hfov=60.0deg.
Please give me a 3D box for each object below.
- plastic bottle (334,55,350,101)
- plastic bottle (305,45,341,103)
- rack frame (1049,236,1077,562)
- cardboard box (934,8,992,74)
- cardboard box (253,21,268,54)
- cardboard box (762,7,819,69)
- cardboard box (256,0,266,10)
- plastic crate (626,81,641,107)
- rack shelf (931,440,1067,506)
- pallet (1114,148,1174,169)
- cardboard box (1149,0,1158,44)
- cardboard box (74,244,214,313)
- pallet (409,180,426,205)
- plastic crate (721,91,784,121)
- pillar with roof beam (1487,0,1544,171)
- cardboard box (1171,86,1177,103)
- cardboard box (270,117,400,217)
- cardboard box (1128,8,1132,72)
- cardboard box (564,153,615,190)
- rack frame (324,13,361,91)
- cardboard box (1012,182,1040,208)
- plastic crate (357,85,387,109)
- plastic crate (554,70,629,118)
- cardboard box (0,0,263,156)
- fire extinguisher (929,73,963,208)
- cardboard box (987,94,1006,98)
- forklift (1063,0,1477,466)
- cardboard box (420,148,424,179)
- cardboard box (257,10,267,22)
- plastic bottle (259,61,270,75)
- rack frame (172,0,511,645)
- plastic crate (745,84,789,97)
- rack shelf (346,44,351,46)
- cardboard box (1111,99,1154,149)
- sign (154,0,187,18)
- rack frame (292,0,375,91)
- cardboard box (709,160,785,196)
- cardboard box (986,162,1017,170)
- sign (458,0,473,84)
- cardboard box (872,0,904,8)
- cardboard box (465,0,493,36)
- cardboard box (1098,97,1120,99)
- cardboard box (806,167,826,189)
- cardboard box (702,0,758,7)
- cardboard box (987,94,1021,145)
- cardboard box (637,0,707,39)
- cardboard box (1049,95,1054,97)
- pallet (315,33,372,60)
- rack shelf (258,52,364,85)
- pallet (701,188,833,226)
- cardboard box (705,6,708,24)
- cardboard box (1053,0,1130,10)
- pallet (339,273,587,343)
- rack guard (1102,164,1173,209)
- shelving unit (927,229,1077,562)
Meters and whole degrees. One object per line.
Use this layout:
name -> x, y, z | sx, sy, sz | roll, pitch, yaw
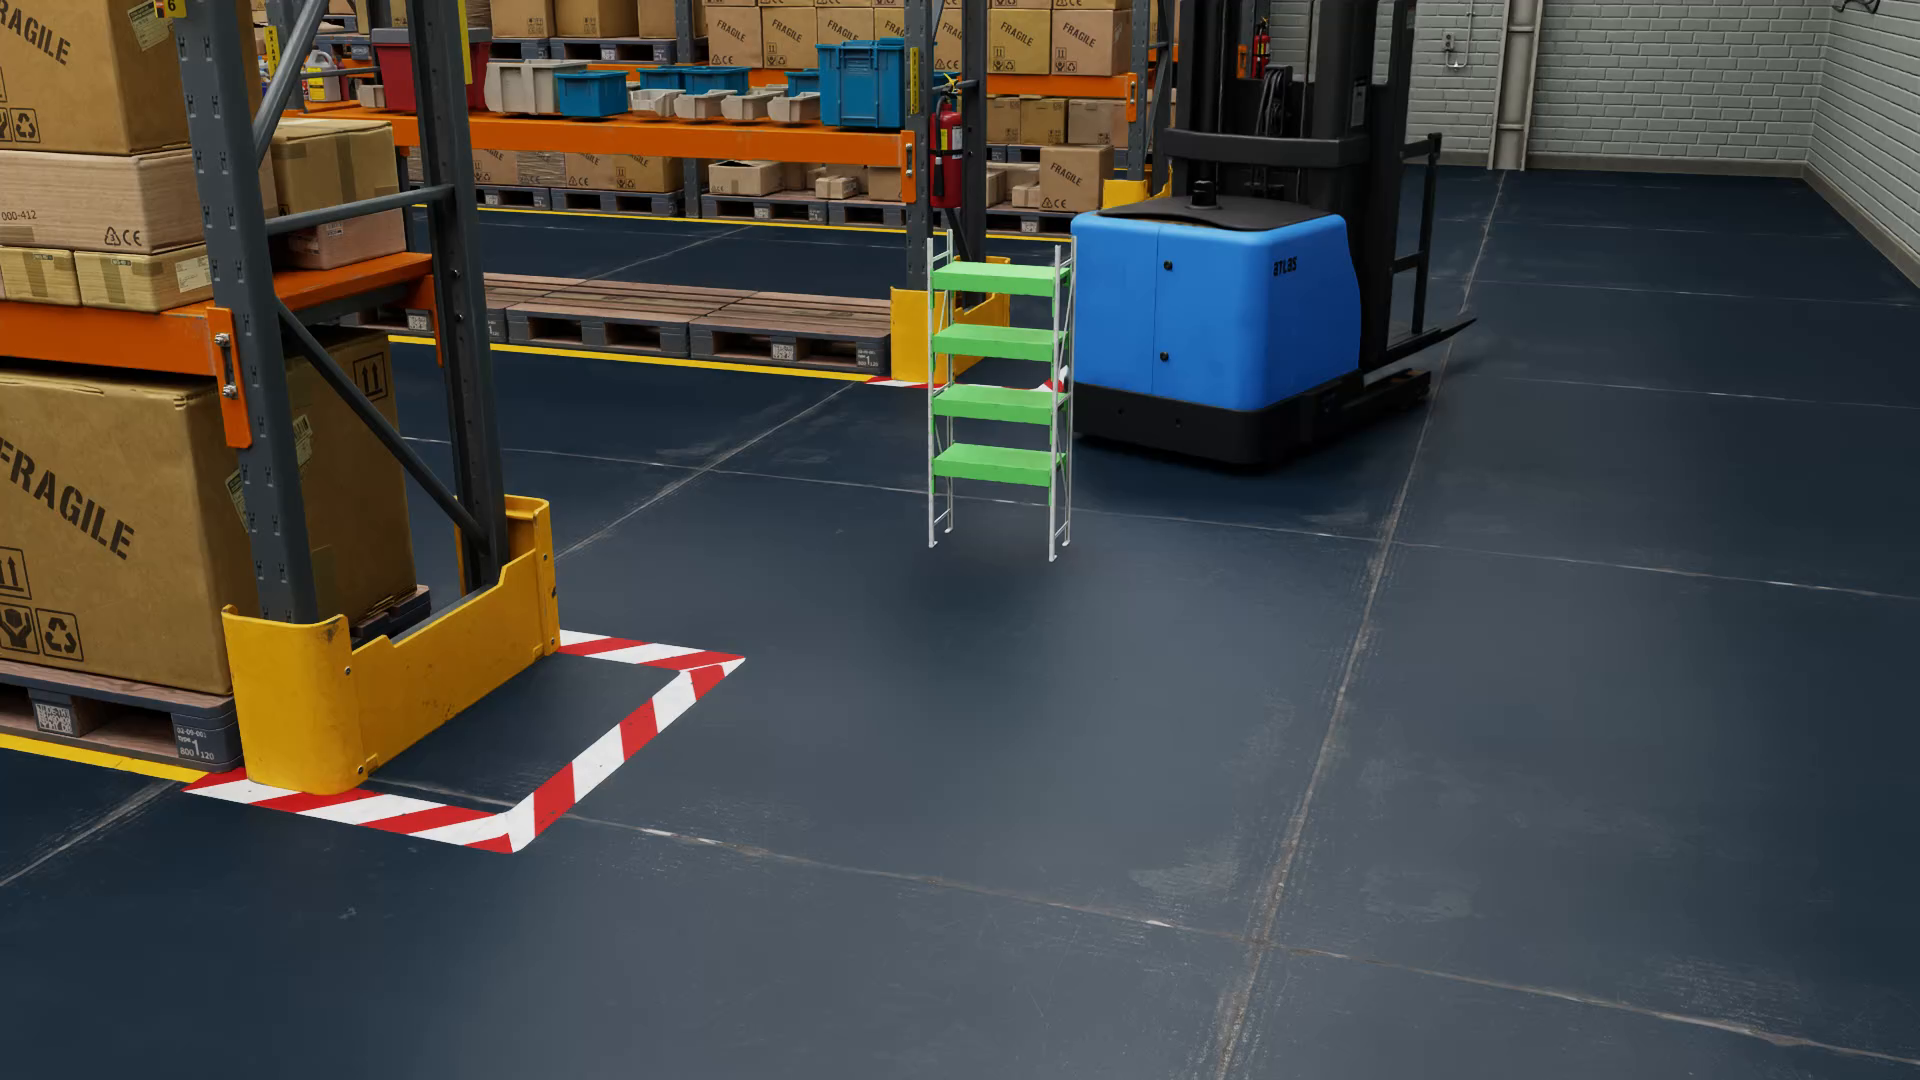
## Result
plastic bottle -> -4.052, -3.001, 10.805 | 0.133, 0.283, 0.061 | 7, 20, 18
plastic bottle -> -4.109, -3.004, 10.711 | 0.185, 0.351, 0.144 | 7, 20, 18
rack frame -> 0.387, -0.522, 6.252 | 0.015, 1.200, 0.240 | 7, 20, 18
cardboard box -> 0.089, -4.113, 13.666 | 0.500, 0.500, 0.500 | 7, 20, 18
cardboard box -> -6.776, -4.970, 16.413 | 0.500, 0.311, 0.500 | 6, 20, 17
cardboard box -> -1.339, -4.277, 14.136 | 0.500, 0.500, 0.500 | 7, 20, 19
cardboard box -> -8.699, -7.076, 21.376 | 0.500, 0.500, 0.500 | 6, 20, 18
plastic crate -> -2.102, -2.693, 10.054 | 0.466, 0.136, 0.293 | 7, 20, 18
rack shelf -> 0.156, -0.262, 6.427 | 0.480, 0.148, 0.258 | 7, 20, 18
pallet -> 2.404, -4.277, 18.526 | 1.213, 0.211, 1.003 | 7, 20, 18
cardboard box -> 2.009, -5.801, 18.205 | 0.700, 0.700, 0.980 | 6, 20, 18
cardboard box -> -2.137, -0.729, 4.492 | 0.250, 0.149, 0.380 | 7, 20, 19
pallet -> -5.302, -3.446, 16.142 | 1.213, 0.211, 1.003 | 7, 20, 18
plastic crate -> -1.165, -2.423, 9.280 | 0.243, 0.136, 0.396 | 7, 20, 18
pillar with roof beam -> 4.606, -7.004, 12.997 | 0.400, 9.000, 9.100 | 7, 20, 18
cardboard box -> 2.309, -4.858, 18.130 | 0.250, 0.149, 0.380 | 6, 20, 17
cardboard box -> -2.057, -1.117, 5.000 | 0.500, 0.250, 0.500 | 6, 20, 17
cardboard box -> 1.230, -4.168, 13.826 | 0.500, 0.500, 0.500 | 7, 20, 19
cardboard box -> -3.241, -3.471, 15.106 | 0.500, 0.500, 0.500 | 7, 20, 18
rack frame -> -8.151, -6.828, 21.608 | 0.127, 3.000, 1.000 | 7, 20, 18
cardboard box -> 0.615, -2.915, 14.018 | 0.250, 0.166, 0.380 | 7, 20, 18
plastic crate -> -3.452, -2.693, 10.054 | 0.243, 0.136, 0.396 | 7, 20, 18
plastic crate -> -2.091, -2.543, 9.478 | 0.300, 0.233, 0.416 | 7, 20, 18
cardboard box -> -2.239, -1.306, 4.403 | 0.500, 0.500, 0.500 | 7, 20, 19
fire extinguisher -> -0.073, -2.081, 8.674 | 0.183, 0.674, 0.296 | 7, 20, 18
cardboard box -> 0.342, -5.082, 18.772 | 0.250, 0.149, 0.380 | 7, 20, 20
forklift -> 1.789, -2.134, 8.246 | 1.130, 2.935, 3.031 | 14, 24, 35
cardboard box -> -4.690, -3.634, 15.574 | 0.500, 0.500, 0.500 | 6, 20, 17
cardboard box -> -8.698, -6.724, 21.506 | 0.500, 0.250, 0.500 | 7, 20, 18
plastic bottle -> -4.503, -3.033, 10.909 | 0.135, 0.276, 0.152 | 7, 20, 18
rack frame -> -1.692, -0.912, 4.634 | 0.127, 3.000, 1.000 | 7, 20, 18
plastic crate -> -1.108, -2.618, 9.840 | 0.298, 0.136, 0.250 | 7, 20, 18
rack shelf -> -6.262, -6.272, 21.106 | 4.000, 0.370, 1.077 | 7, 20, 18
cardboard box -> 2.018, -4.648, 18.514 | 0.500, 0.500, 0.700 | 6, 20, 18
sign -> -1.883, -1.403, 3.925 | 0.005, 0.325, 0.100 | 7, 20, 18
rack frame -> -5.995, -4.855, 15.949 | 0.127, 3.000, 1.000 | 7, 20, 18
cardboard box -> -1.891, -3.249, 14.756 | 0.500, 0.311, 0.500 | 7, 20, 18
cardboard box -> 0.197, -3.156, 14.581 | 0.500, 0.250, 0.500 | 7, 20, 18
sign -> -1.504, -1.530, 4.972 | 0.005, 0.325, 0.100 | 7, 20, 18
cardboard box -> -0.402, -4.638, 13.653 | 0.500, 0.500, 0.500 | 7, 20, 20
cardboard box -> -4.561, -4.910, 15.315 | 0.500, 0.500, 0.700 | 11, 22, 28
cardboard box -> 1.719, -5.058, 18.705 | 0.250, 0.149, 0.380 | 7, 20, 19
cardboard box -> -1.211, -3.290, 15.120 | 0.250, 0.149, 0.380 | 7, 20, 18
cardboard box -> -1.863, -4.804, 14.131 | 0.500, 0.500, 0.500 | 7, 20, 19
cardboard box -> 0.552, -4.814, 18.989 | 0.500, 0.500, 0.700 | 6, 20, 18
cardboard box -> -2.590, -4.790, 14.970 | 0.500, 0.500, 0.700 | 0, 19, 0
cardboard box -> 0.993, -5.141, 18.942 | 0.250, 0.149, 0.380 | 7, 20, 19
pallet -> -5.331, -4.713, 15.833 | 1.003, 0.211, 1.213 | 7, 20, 18
rack shelf -> -7.884, -4.732, 16.687 | 4.000, 0.370, 1.077 | 7, 20, 18
pallet -> -1.568, -3.032, 14.954 | 1.213, 0.211, 1.003 | 7, 20, 18
cardboard box -> -3.038, -6.348, 19.595 | 0.500, 0.500, 0.500 | 6, 20, 18
cardboard box -> 1.052, -4.473, 13.181 | 0.500, 0.500, 0.500 | 6, 20, 18
pallet -> -3.138, -1.500, 10.558 | 1.213, 0.211, 1.003 | 7, 20, 18
rack guard -> 1.491, -2.819, 13.905 | 0.348, 0.500, 1.175 | 7, 20, 18
shelving unit -> 0.156, -0.549, 6.327 | 0.503, 1.200, 0.258 | 7, 20, 18
